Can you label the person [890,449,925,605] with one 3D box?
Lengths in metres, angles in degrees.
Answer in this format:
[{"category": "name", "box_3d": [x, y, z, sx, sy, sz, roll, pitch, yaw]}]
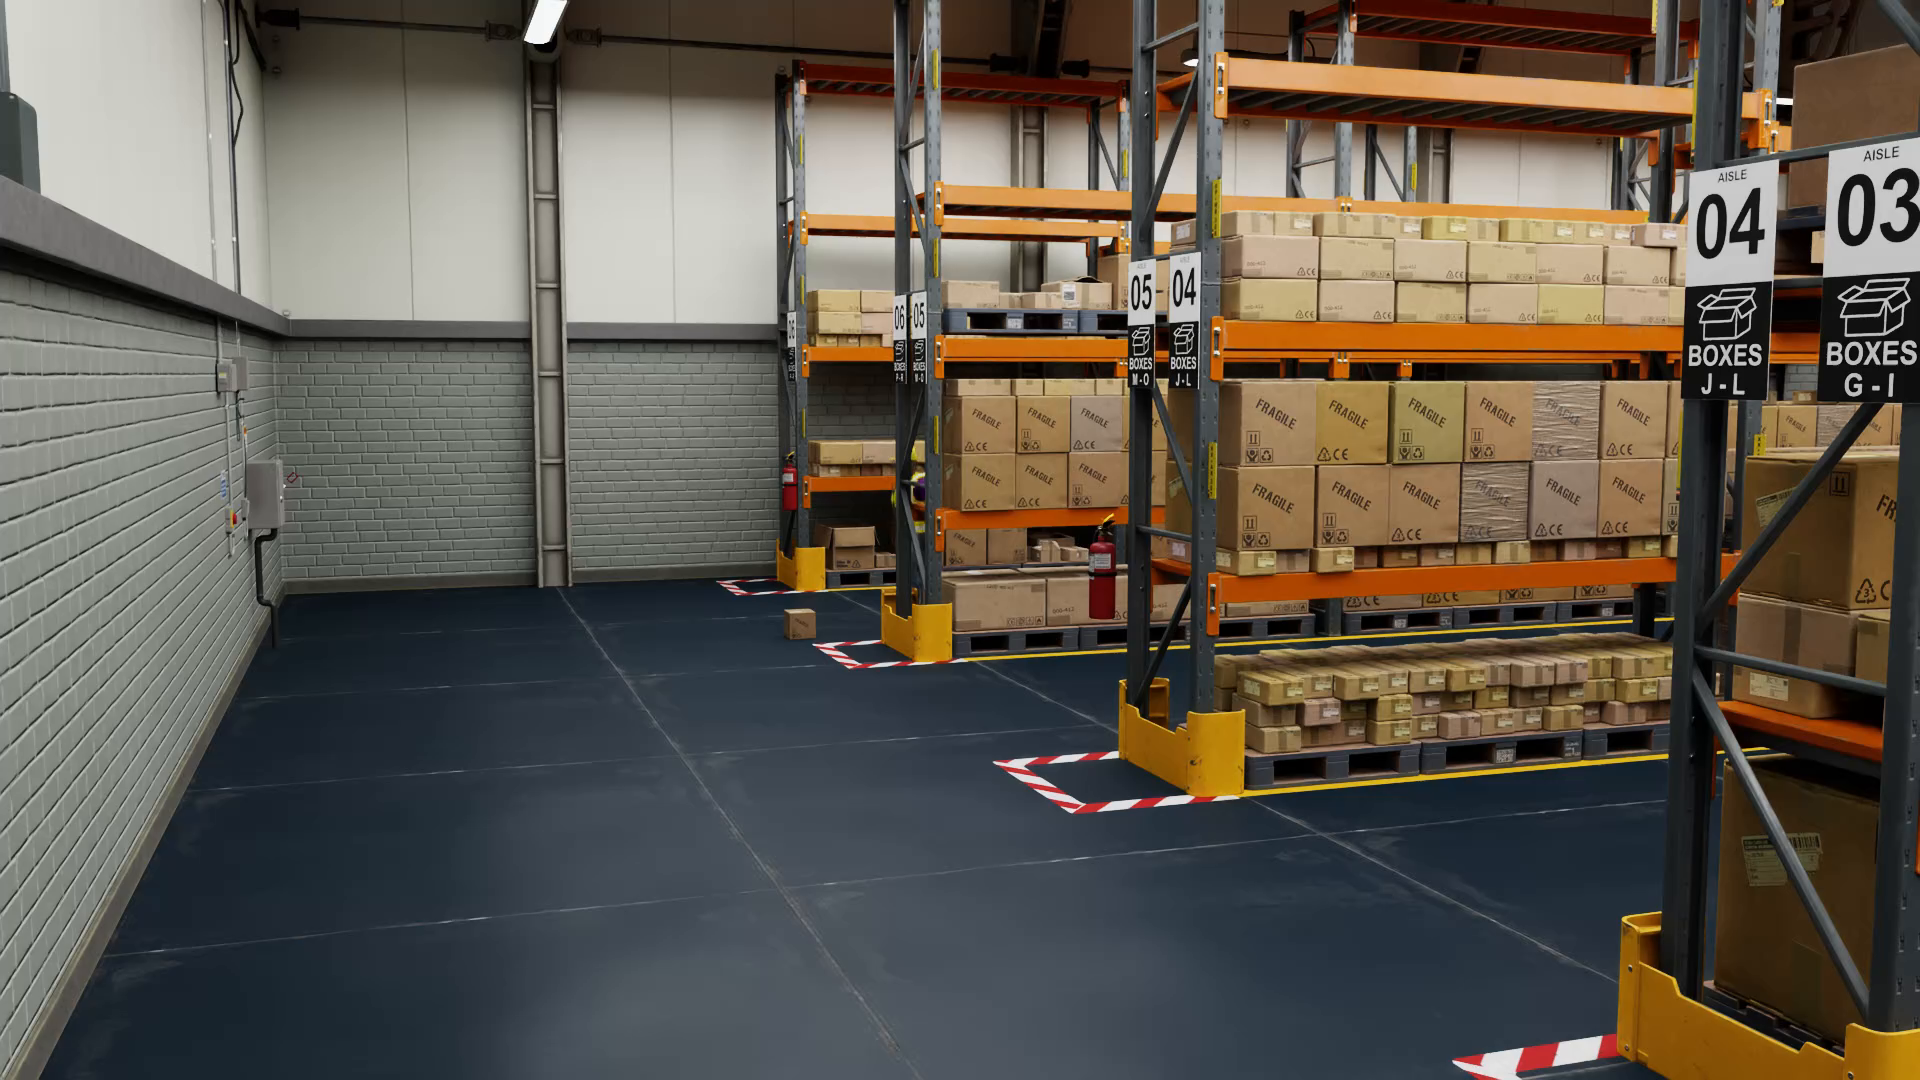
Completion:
[{"category": "person", "box_3d": [-0.439, -0.034, 16.719, 0.590, 1.804, 0.607, -3, 7, -31]}]
